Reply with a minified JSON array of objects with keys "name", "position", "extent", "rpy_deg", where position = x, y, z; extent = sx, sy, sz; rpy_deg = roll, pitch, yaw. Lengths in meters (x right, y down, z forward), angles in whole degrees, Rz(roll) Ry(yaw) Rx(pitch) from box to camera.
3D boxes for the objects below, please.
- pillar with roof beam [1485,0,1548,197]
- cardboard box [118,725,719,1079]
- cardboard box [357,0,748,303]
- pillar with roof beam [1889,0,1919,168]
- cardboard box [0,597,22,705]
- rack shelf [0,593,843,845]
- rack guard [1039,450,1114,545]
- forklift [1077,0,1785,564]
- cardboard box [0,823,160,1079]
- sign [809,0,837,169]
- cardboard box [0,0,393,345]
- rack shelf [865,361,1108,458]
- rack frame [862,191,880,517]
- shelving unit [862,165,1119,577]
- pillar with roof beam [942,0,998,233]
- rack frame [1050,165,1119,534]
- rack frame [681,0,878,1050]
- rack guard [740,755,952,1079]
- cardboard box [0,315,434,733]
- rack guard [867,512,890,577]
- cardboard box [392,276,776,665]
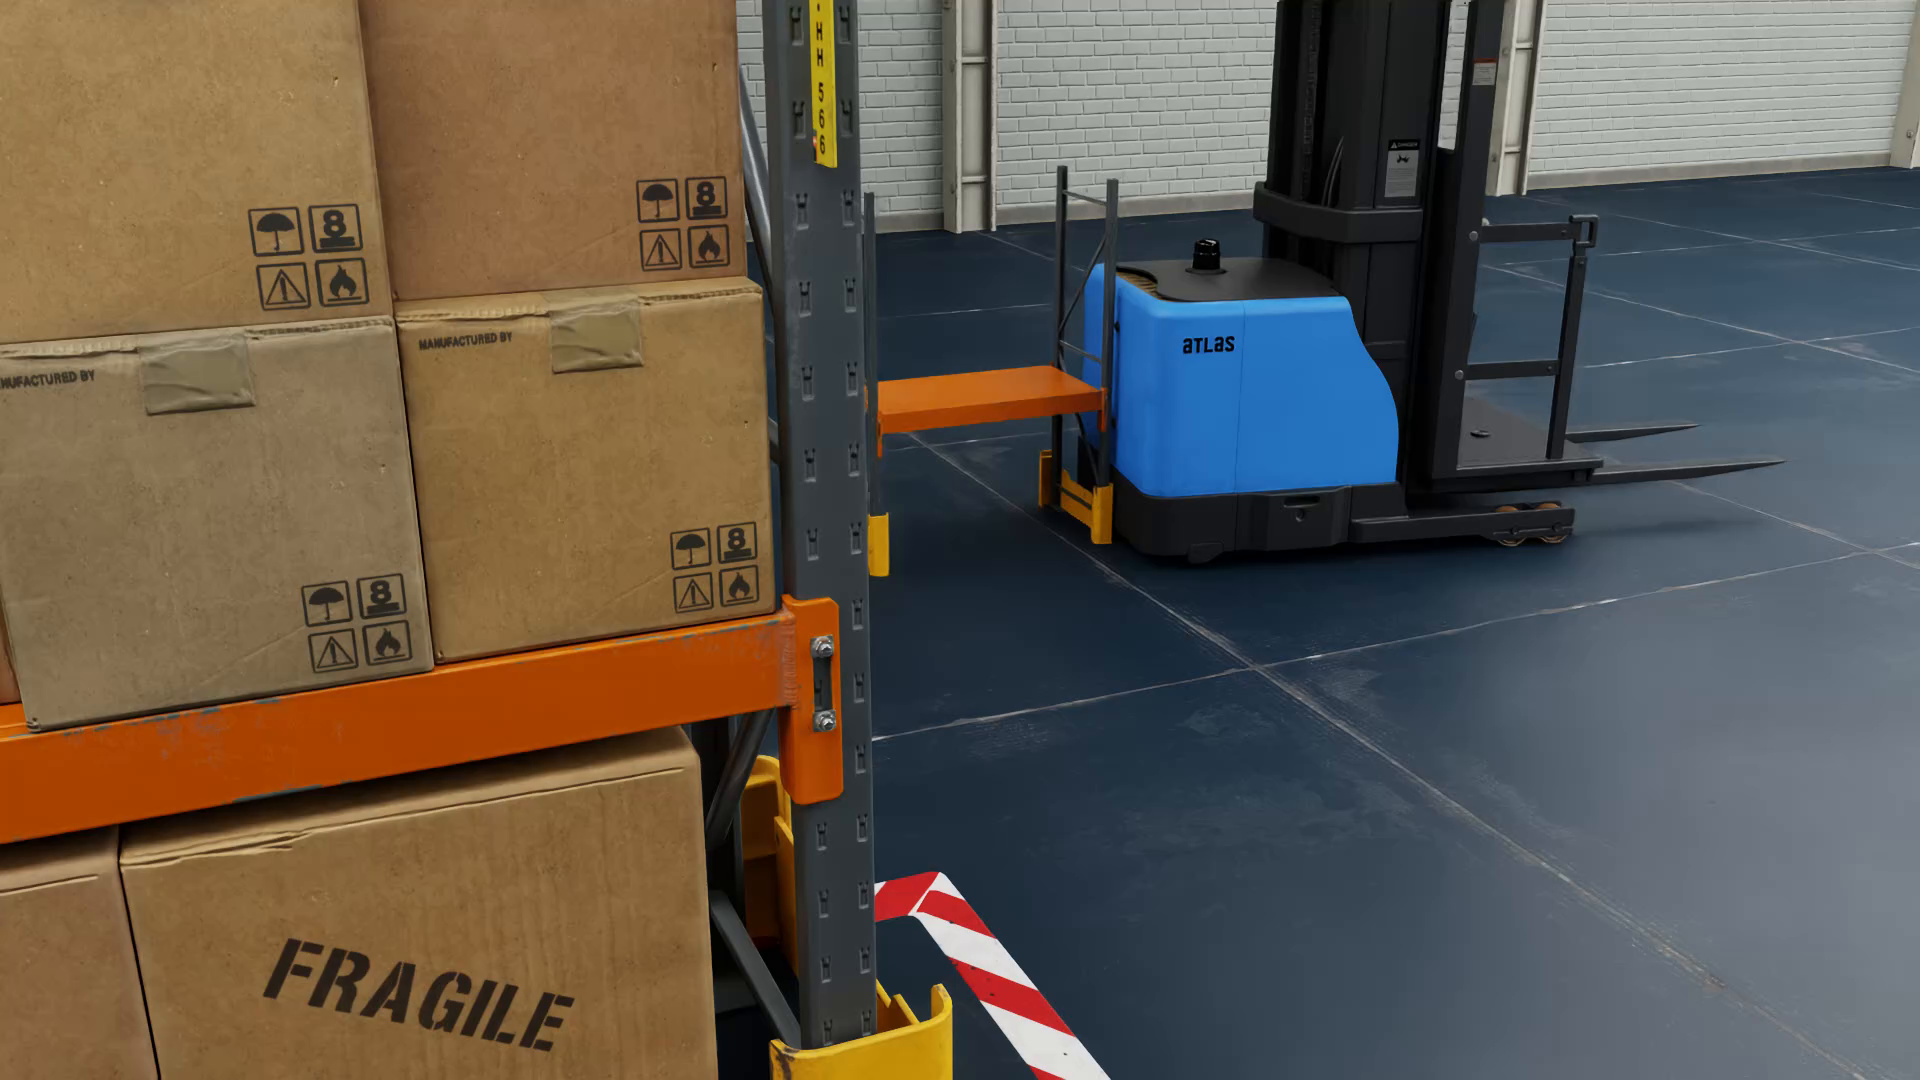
[{"name":"pillar with roof beam","position":[7.299,-6.513,11.969],"extent":[0.400,9.000,9.100],"rpy_deg":[-8,21,-22]},{"name":"cardboard box","position":[-1.001,0.689,3.116],"extent":[0.875,0.875,0.875],"rpy_deg":[-8,21,-22]},{"name":"cardboard box","position":[-0.761,-0.768,2.834],"extent":[0.550,0.550,0.875],"rpy_deg":[-8,21,-22]},{"name":"pillar with roof beam","position":[12.809,-7.302,14.211],"extent":[0.400,9.000,9.100],"rpy_deg":[-8,21,-22]},{"name":"cardboard box","position":[-1.788,-0.118,2.616],"extent":[0.550,0.550,0.875],"rpy_deg":[-8,21,-22]},{"name":"rack shelf","position":[-2.241,0.378,2.515],"extent":[4.000,0.370,1.077],"rpy_deg":[-8,21,-22]},{"name":"rack guard","position":[0.496,-0.191,7.188],"extent":[0.087,0.250,0.587],"rpy_deg":[-8,21,-21]},{"name":"forklift","position":[2.099,-1.522,6.931],"extent":[3.031,2.935,1.130],"rpy_deg":[-4,20,-12]},{"name":"cardboard box","position":[-1.809,0.805,2.785],"extent":[0.875,0.875,0.875],"rpy_deg":[-9,21,-23]},{"name":"sign","position":[-0.203,-0.715,2.436],"extent":[0.005,0.325,0.100],"rpy_deg":[-8,21,-22]},{"name":"cardboard box","position":[-1.230,-0.667,2.548],"extent":[0.550,0.550,0.875],"rpy_deg":[-8,21,-22]},{"name":"rack shelf","position":[0.044,-0.549,6.864],"extent":[1.000,0.185,0.538],"rpy_deg":[-8,21,-21]},{"name":"rack frame","position":[-0.425,-0.654,6.621],"extent":[0.032,1.500,0.500],"rpy_deg":[-8,21,-21]},{"name":"shelving unit","position":[0.036,-0.717,6.801],"extent":[1.083,1.500,0.587],"rpy_deg":[-8,21,-21]},{"name":"pillar with roof beam","position":[1.790,-5.723,9.728],"extent":[0.400,9.000,9.100],"rpy_deg":[-8,21,-22]},{"name":"rack frame","position":[0.514,-0.783,6.987],"extent":[0.032,1.500,0.500],"rpy_deg":[-8,21,-21]},{"name":"rack frame","position":[-0.405,-0.225,3.143],"extent":[0.127,3.000,1.000],"rpy_deg":[-8,21,-22]},{"name":"rack guard","position":[-0.383,0.951,3.567],"extent":[0.348,0.500,1.175],"rpy_deg":[-8,21,-22]},{"name":"cardboard box","position":[-1.224,-0.154,2.716],"extent":[0.550,0.550,0.875],"rpy_deg":[-8,21,-22]},{"name":"rack guard","position":[-0.424,-0.065,6.829],"extent":[0.087,0.250,0.587],"rpy_deg":[-8,21,-21]},{"name":"cardboard box","position":[-0.728,-0.233,2.940],"extent":[0.550,0.550,0.875],"rpy_deg":[-8,21,-22]}]
